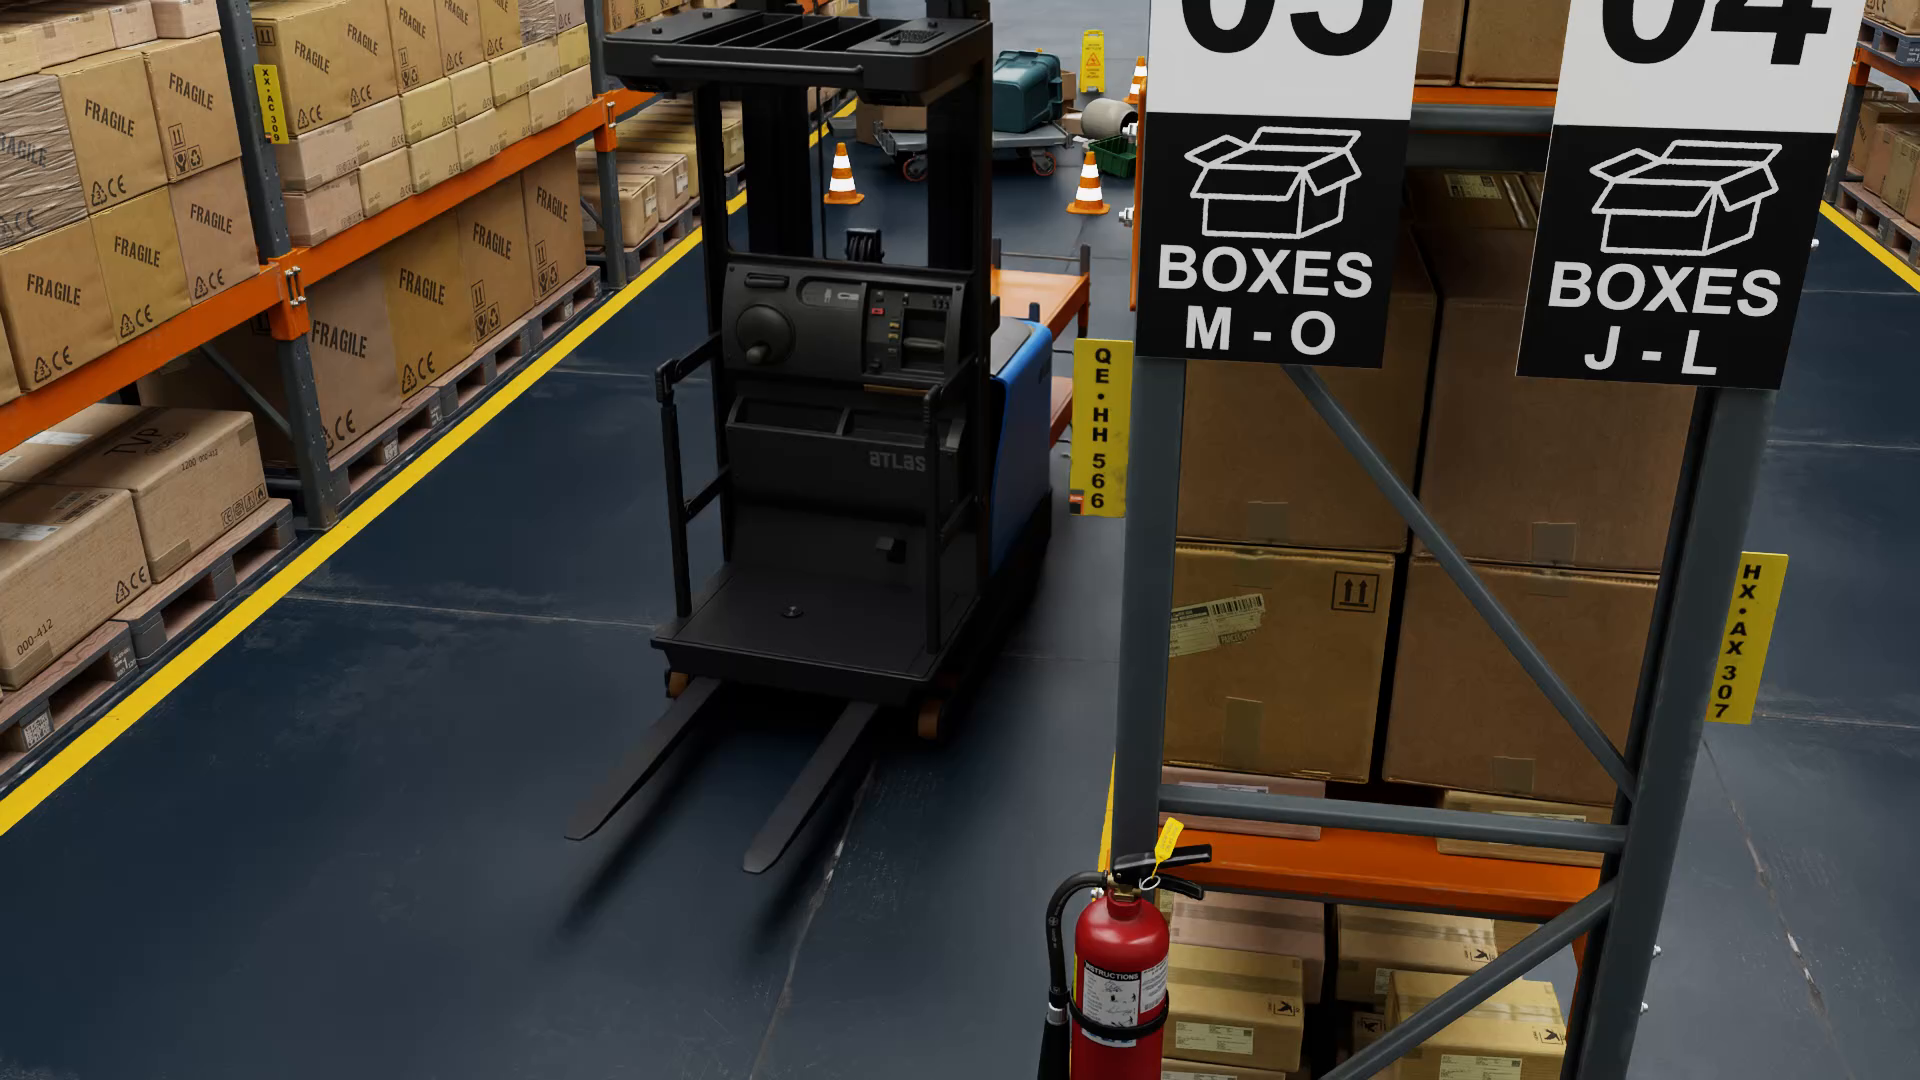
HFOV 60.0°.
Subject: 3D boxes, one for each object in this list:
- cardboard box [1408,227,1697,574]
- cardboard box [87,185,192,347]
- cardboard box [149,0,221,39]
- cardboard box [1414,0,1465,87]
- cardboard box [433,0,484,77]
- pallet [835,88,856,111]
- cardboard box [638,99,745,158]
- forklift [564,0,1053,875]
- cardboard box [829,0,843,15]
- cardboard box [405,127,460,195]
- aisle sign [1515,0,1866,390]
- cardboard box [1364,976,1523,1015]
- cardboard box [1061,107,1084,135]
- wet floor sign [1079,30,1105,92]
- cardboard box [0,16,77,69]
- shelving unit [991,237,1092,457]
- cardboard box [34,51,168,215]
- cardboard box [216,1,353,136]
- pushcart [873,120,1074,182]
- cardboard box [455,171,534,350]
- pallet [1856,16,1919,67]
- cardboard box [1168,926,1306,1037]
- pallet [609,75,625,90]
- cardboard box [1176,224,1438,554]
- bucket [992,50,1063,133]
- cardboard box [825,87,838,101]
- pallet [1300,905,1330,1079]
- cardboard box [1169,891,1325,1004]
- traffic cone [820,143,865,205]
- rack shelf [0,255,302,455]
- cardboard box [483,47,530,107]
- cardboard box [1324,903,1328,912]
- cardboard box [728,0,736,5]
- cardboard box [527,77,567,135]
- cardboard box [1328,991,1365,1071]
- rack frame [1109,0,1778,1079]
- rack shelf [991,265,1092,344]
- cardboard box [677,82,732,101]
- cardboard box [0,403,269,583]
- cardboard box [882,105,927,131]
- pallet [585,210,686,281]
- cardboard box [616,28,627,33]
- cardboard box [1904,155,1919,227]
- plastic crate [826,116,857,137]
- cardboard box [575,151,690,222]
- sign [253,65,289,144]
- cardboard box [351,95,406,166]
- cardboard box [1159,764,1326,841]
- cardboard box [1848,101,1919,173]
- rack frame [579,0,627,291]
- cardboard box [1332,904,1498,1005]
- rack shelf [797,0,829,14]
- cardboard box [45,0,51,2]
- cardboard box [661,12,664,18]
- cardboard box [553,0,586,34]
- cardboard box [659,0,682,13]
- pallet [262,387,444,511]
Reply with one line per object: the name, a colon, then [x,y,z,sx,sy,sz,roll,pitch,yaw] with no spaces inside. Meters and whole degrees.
cardboard box: [1.123,-0.278,3.158,0.500,0.500,0.500,4,25,8]
cardboard box: [-3.361,-1.068,6.375,0.500,0.500,0.500,3,25,7]
cardboard box: [-3.195,-2.091,6.616,0.380,0.149,0.250,4,25,7]
cardboard box: [0.601,-0.975,2.934,0.500,0.250,0.500,3,25,7]
cardboard box: [-2.884,-2.753,8.796,0.500,0.500,0.500,4,25,8]
pallet: [-1.677,-4.837,17.834,1.003,0.211,1.213,4,25,9]
cardboard box: [-2.234,-3.576,14.456,0.950,0.372,0.625,4,25,9]
forklift: [-0.494,-0.766,5.930,1.130,2.935,3.031,7,26,15]
cardboard box: [-1.409,-5.431,16.912,0.380,0.149,0.250,4,25,9]
cardboard box: [-2.944,-1.977,8.613,0.500,0.250,0.500,4,25,8]
aisle sign: [1.072,-0.602,2.432,0.394,0.787,0.004,4,25,9]
cardboard box: [1.227,1.178,4.211,0.380,0.149,0.250,4,25,8]
cardboard box: [1.213,-4.103,16.203,0.396,0.266,0.258,8,26,18]
wet floor sign: [1.454,-5.251,18.207,0.267,0.644,0.232,0,25,-1]
cardboard box: [-3.419,-1.777,5.946,0.380,0.149,0.250,4,25,8]
shelving unit: [0.255,-0.768,8.063,0.538,1.125,1.048,7,26,15]
cardboard box: [-3.354,-1.520,6.161,0.500,0.500,0.500,4,25,8]
cardboard box: [-3.103,-2.112,7.427,0.500,0.500,0.500,4,25,9]
pushcart: [0.107,-3.471,14.720,1.648,0.377,0.936,-5,25,-10]
cardboard box: [-3.149,-1.695,9.843,0.875,0.875,0.875,4,25,9]
pallet: [7.357,-3.713,12.370,1.003,0.211,1.213,4,25,9]
cardboard box: [0.688,1.144,4.284,0.380,0.149,0.250,3,25,7]
pallet: [-2.793,-3.341,11.576,1.213,0.211,1.003,4,25,9]
cardboard box: [0.617,-0.318,3.242,0.500,0.500,0.500,4,25,7]
bucket: [0.497,-3.918,14.649,0.726,0.611,0.620,13,38,26]
cardboard box: [-1.536,-4.621,16.833,0.500,0.250,0.500,3,25,7]
pallet: [0.968,1.418,4.472,1.003,0.211,1.213,4,25,9]
cardboard box: [0.722,1.015,4.208,0.380,0.149,0.250,5,25,10]
traffic cone: [-0.972,-3.031,13.680,0.336,0.463,0.334,4,25,9]
rack shelf: [-3.785,-0.288,5.675,1.077,0.370,4.000,4,25,9]
cardboard box: [-2.777,-2.631,9.419,0.500,0.250,0.500,3,25,7]
cardboard box: [1.283,0.996,4.952,0.380,0.149,0.250,4,25,9]
cardboard box: [-2.030,-4.418,13.452,0.380,0.149,0.250,4,25,8]
cardboard box: [-2.699,-2.611,9.966,0.500,0.250,0.500,4,25,9]
cardboard box: [1.151,1.313,4.275,0.380,0.149,0.250,4,25,8]
rack frame: [0.791,0.524,3.092,0.949,2.616,0.053,4,25,9]
rack shelf: [0.255,-1.033,7.939,0.538,0.278,1.000,7,26,15]
cardboard box: [-2.319,-4.346,15.361,0.500,0.500,0.500,4,25,8]
cardboard box: [-3.667,-0.224,7.218,0.875,0.438,0.875,4,25,8]
cardboard box: [-0.390,-3.896,14.590,0.500,0.500,0.500,4,25,9]
pallet: [-2.676,-2.187,12.172,1.003,0.211,1.213,4,25,9]
cardboard box: [-2.489,-3.438,11.358,0.380,0.149,0.250,2,25,5]
cardboard box: [7.317,-2.489,11.958,0.700,0.500,0.500,2,25,4]
plastic crate: [-1.085,-4.073,16.358,0.402,0.080,0.583,-5,25,-10]
cardboard box: [-2.590,-2.668,12.515,0.950,0.372,0.625,4,25,8]
sign: [-2.911,-1.840,7.028,0.100,0.325,0.005,4,25,9]
cardboard box: [-3.051,-1.993,8.056,0.500,0.250,0.500,4,25,9]
cardboard box: [0.562,0.482,3.479,0.380,0.149,0.250,4,25,9]
cardboard box: [7.731,-3.332,13.783,0.500,0.500,0.500,3,25,7]
rack frame: [-2.805,-3.123,10.883,1.000,3.000,0.127,4,25,9]
cardboard box: [1.135,1.036,4.164,0.380,0.149,0.250,4,25,9]
rack shelf: [-1.824,-5.306,16.397,1.077,0.370,4.000,4,25,9]
cardboard box: [-3.766,-2.128,6.695,0.380,0.149,0.250,4,25,8]
cardboard box: [-2.371,-3.769,12.065,0.380,0.149,0.250,6,26,12]
cardboard box: [-2.631,-3.387,10.149,0.500,0.500,0.500,3,25,7]
cardboard box: [-2.344,-4.106,12.020,0.500,0.500,0.500,4,25,9]
pallet: [-3.407,-0.515,8.601,1.003,0.211,1.213,4,25,9]
